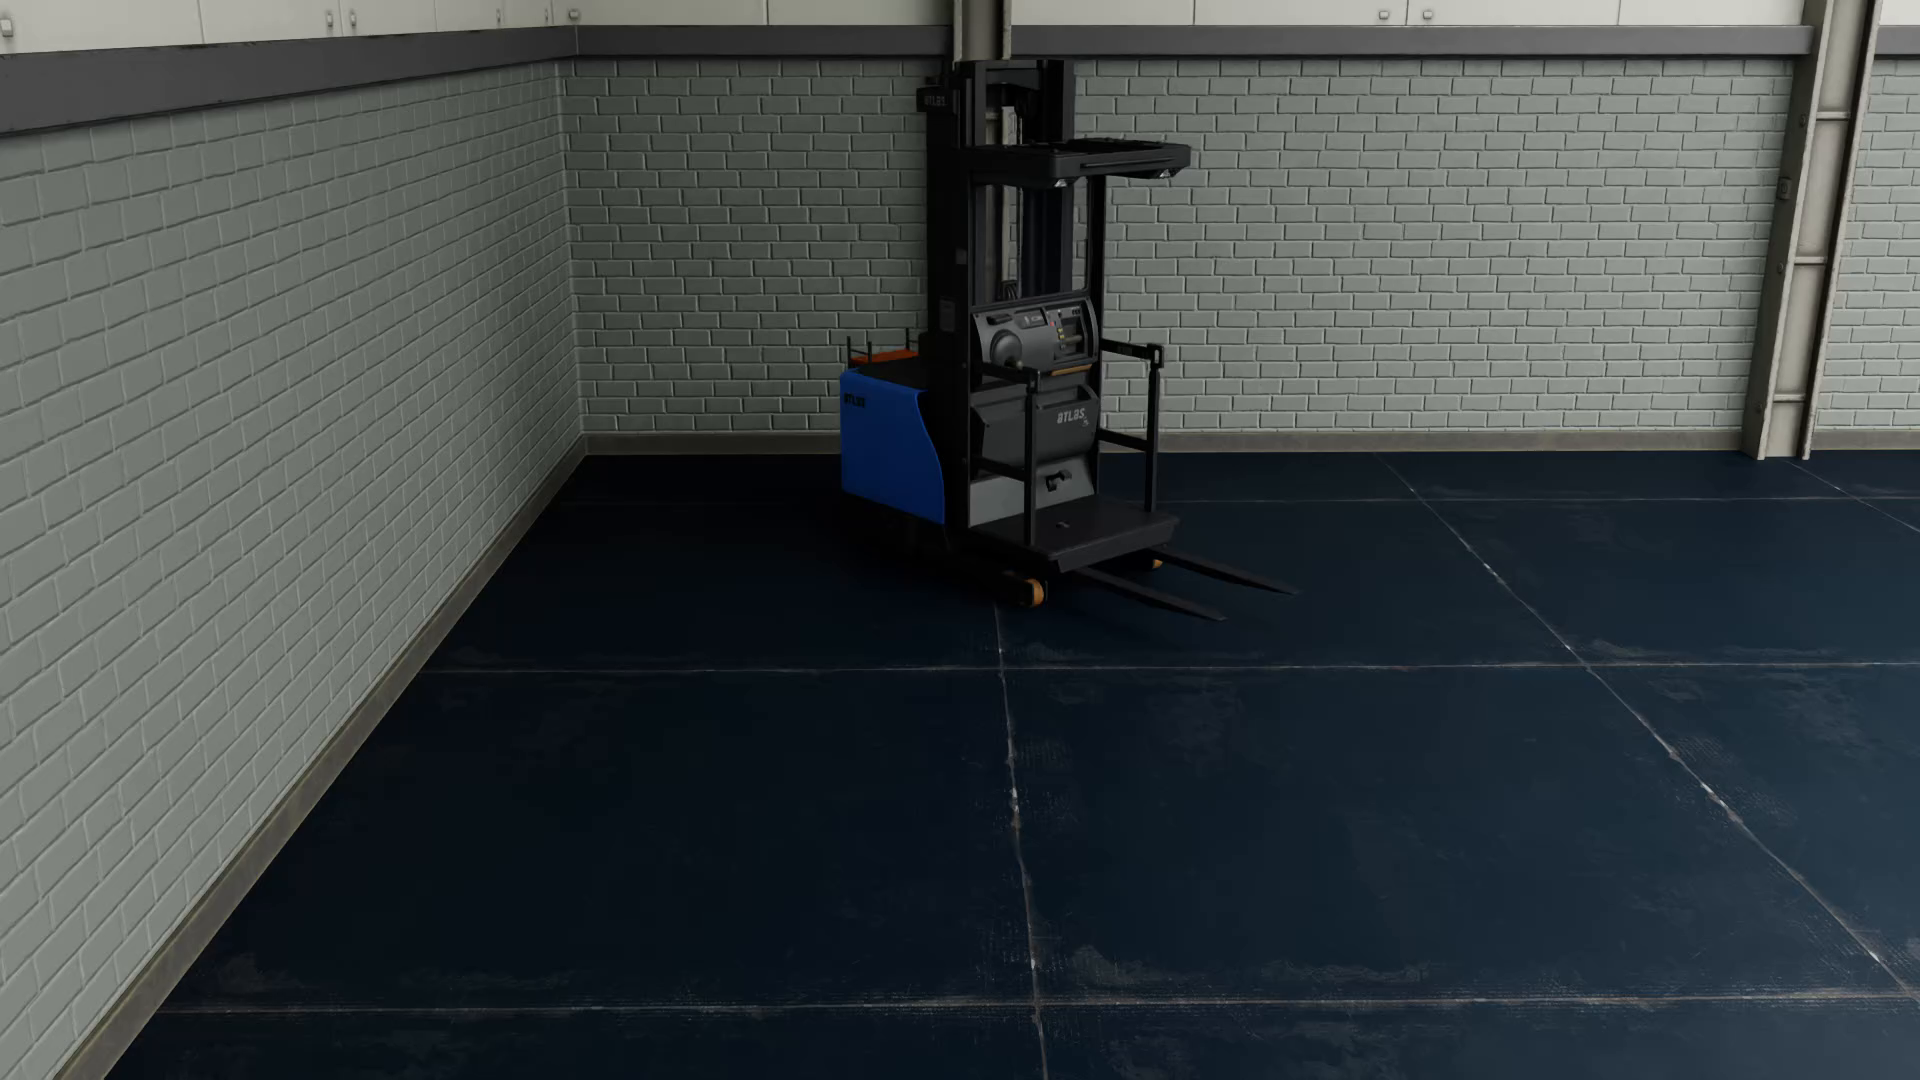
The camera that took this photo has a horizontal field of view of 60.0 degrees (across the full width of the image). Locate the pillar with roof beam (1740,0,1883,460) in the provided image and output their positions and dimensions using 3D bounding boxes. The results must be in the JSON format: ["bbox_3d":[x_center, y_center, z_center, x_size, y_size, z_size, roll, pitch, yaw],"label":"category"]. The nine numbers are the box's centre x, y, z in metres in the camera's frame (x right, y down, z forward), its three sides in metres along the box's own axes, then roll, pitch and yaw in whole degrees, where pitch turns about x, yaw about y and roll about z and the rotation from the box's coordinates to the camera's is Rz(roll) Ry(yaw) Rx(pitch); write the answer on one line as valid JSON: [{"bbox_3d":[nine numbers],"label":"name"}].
[{"bbox_3d":[6.217,-3.619,7.097,0.400,9.000,9.100,0,18,-1],"label":"pillar with roof beam"}]

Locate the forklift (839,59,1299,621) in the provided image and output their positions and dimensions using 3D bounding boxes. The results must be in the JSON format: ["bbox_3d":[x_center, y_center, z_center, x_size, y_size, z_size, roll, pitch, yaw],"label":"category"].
[{"bbox_3d":[0.583,-1.187,9.450,1.130,2.935,3.031,-15,23,-39],"label":"forklift"}]

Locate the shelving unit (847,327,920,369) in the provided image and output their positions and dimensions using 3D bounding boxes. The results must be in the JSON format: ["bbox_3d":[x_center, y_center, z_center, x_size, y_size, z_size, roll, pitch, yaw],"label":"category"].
[{"bbox_3d":[-0.459,-0.760,10.951,0.503,1.200,0.258,-15,23,-39],"label":"shelving unit"}]

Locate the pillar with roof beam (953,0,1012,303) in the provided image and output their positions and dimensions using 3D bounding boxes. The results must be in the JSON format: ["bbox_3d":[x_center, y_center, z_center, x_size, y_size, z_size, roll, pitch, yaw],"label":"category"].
[{"bbox_3d":[0.218,-3.590,7.007,0.400,9.000,9.100,0,18,-1],"label":"pillar with roof beam"}]

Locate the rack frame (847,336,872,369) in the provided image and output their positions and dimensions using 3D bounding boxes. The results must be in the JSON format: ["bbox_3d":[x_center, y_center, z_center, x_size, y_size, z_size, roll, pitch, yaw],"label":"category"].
[{"bbox_3d":[-0.642,-0.711,10.798,0.015,1.200,0.240,-15,23,-39],"label":"rack frame"}]

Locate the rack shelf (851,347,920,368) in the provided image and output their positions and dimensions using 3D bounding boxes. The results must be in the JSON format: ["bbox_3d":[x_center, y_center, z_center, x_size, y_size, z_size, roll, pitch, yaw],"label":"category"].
[{"bbox_3d":[-0.459,-1.134,10.832,0.480,0.148,0.258,-15,23,-39],"label":"rack shelf"}]

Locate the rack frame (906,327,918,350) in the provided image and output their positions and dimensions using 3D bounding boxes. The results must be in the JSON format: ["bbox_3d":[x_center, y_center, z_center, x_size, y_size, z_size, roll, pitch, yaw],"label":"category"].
[{"bbox_3d":[-0.275,-0.809,11.104,0.015,1.200,0.240,-15,23,-39],"label":"rack frame"}]
